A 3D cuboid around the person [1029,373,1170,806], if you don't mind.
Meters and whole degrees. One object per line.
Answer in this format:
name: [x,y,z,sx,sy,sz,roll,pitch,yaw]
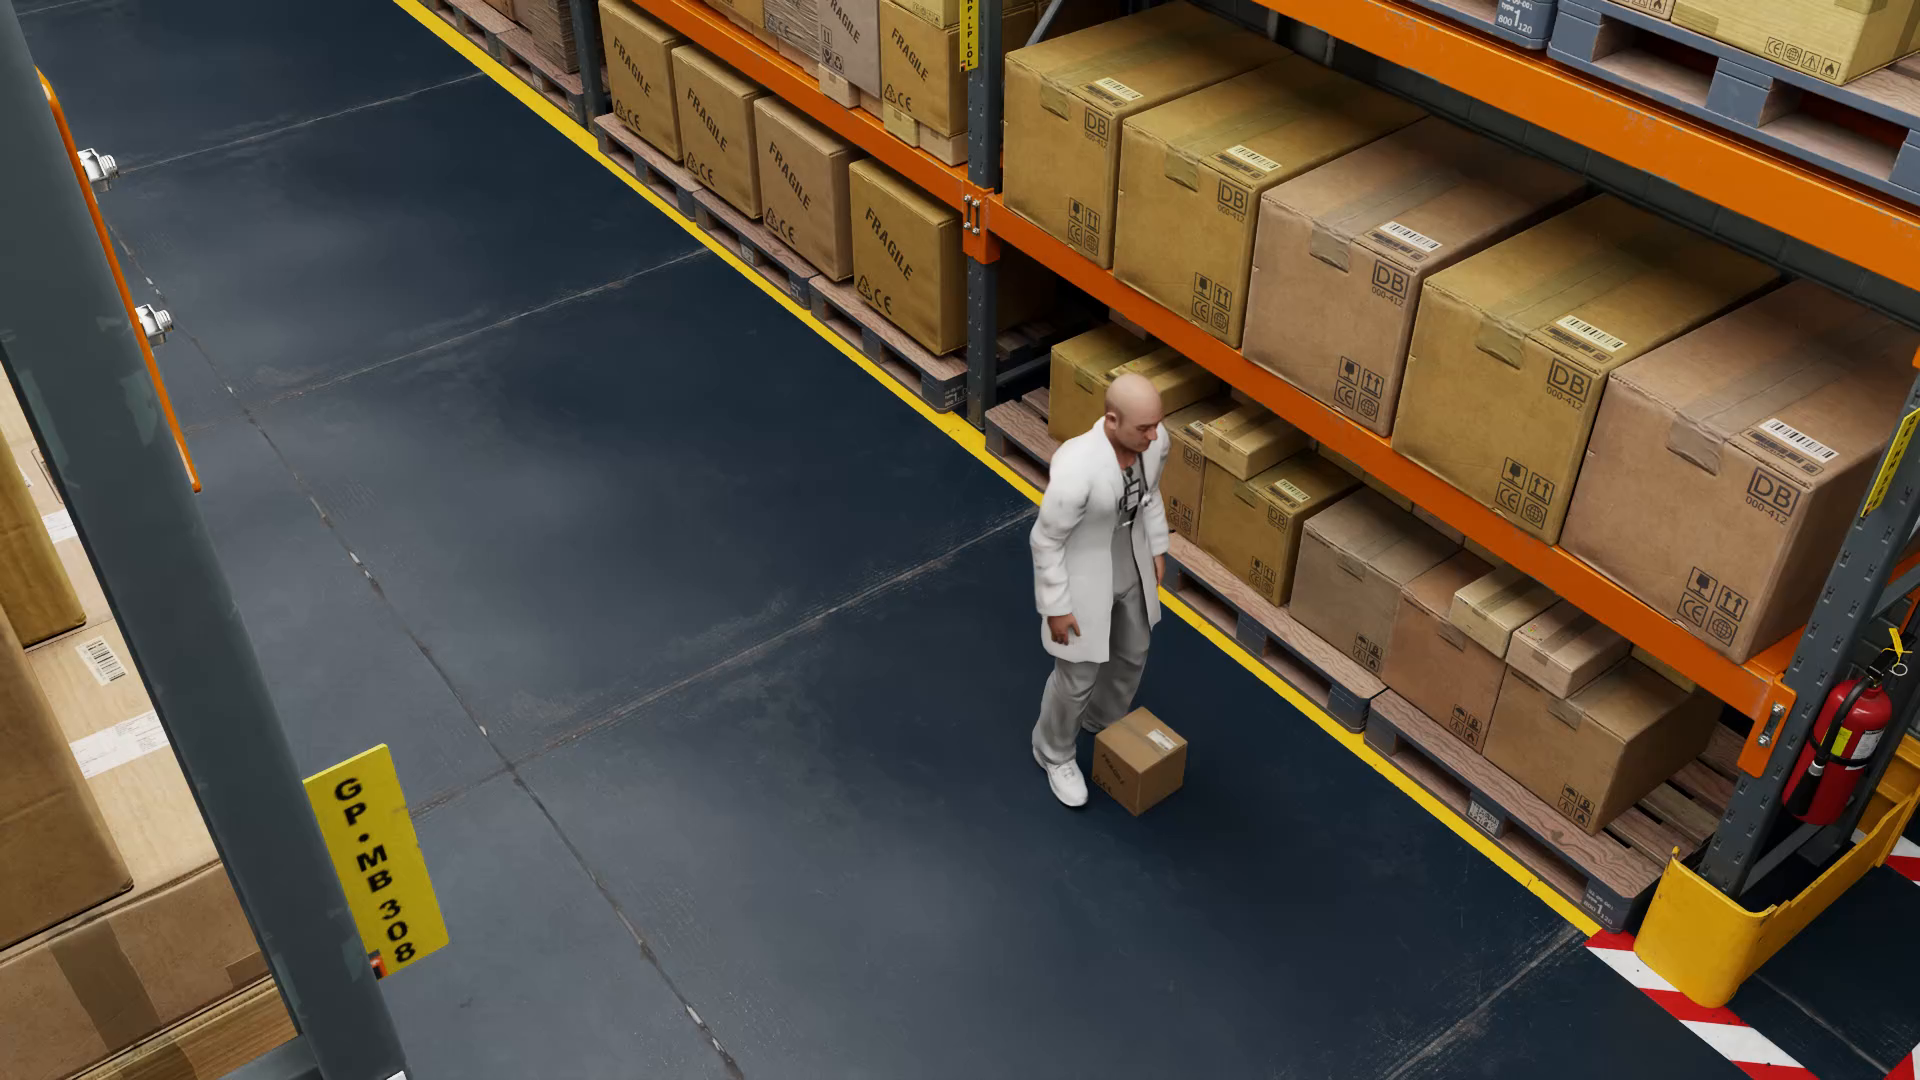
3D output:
person: [0.522,0.143,5.997,0.635,1.773,0.427,-29,48,-30]
